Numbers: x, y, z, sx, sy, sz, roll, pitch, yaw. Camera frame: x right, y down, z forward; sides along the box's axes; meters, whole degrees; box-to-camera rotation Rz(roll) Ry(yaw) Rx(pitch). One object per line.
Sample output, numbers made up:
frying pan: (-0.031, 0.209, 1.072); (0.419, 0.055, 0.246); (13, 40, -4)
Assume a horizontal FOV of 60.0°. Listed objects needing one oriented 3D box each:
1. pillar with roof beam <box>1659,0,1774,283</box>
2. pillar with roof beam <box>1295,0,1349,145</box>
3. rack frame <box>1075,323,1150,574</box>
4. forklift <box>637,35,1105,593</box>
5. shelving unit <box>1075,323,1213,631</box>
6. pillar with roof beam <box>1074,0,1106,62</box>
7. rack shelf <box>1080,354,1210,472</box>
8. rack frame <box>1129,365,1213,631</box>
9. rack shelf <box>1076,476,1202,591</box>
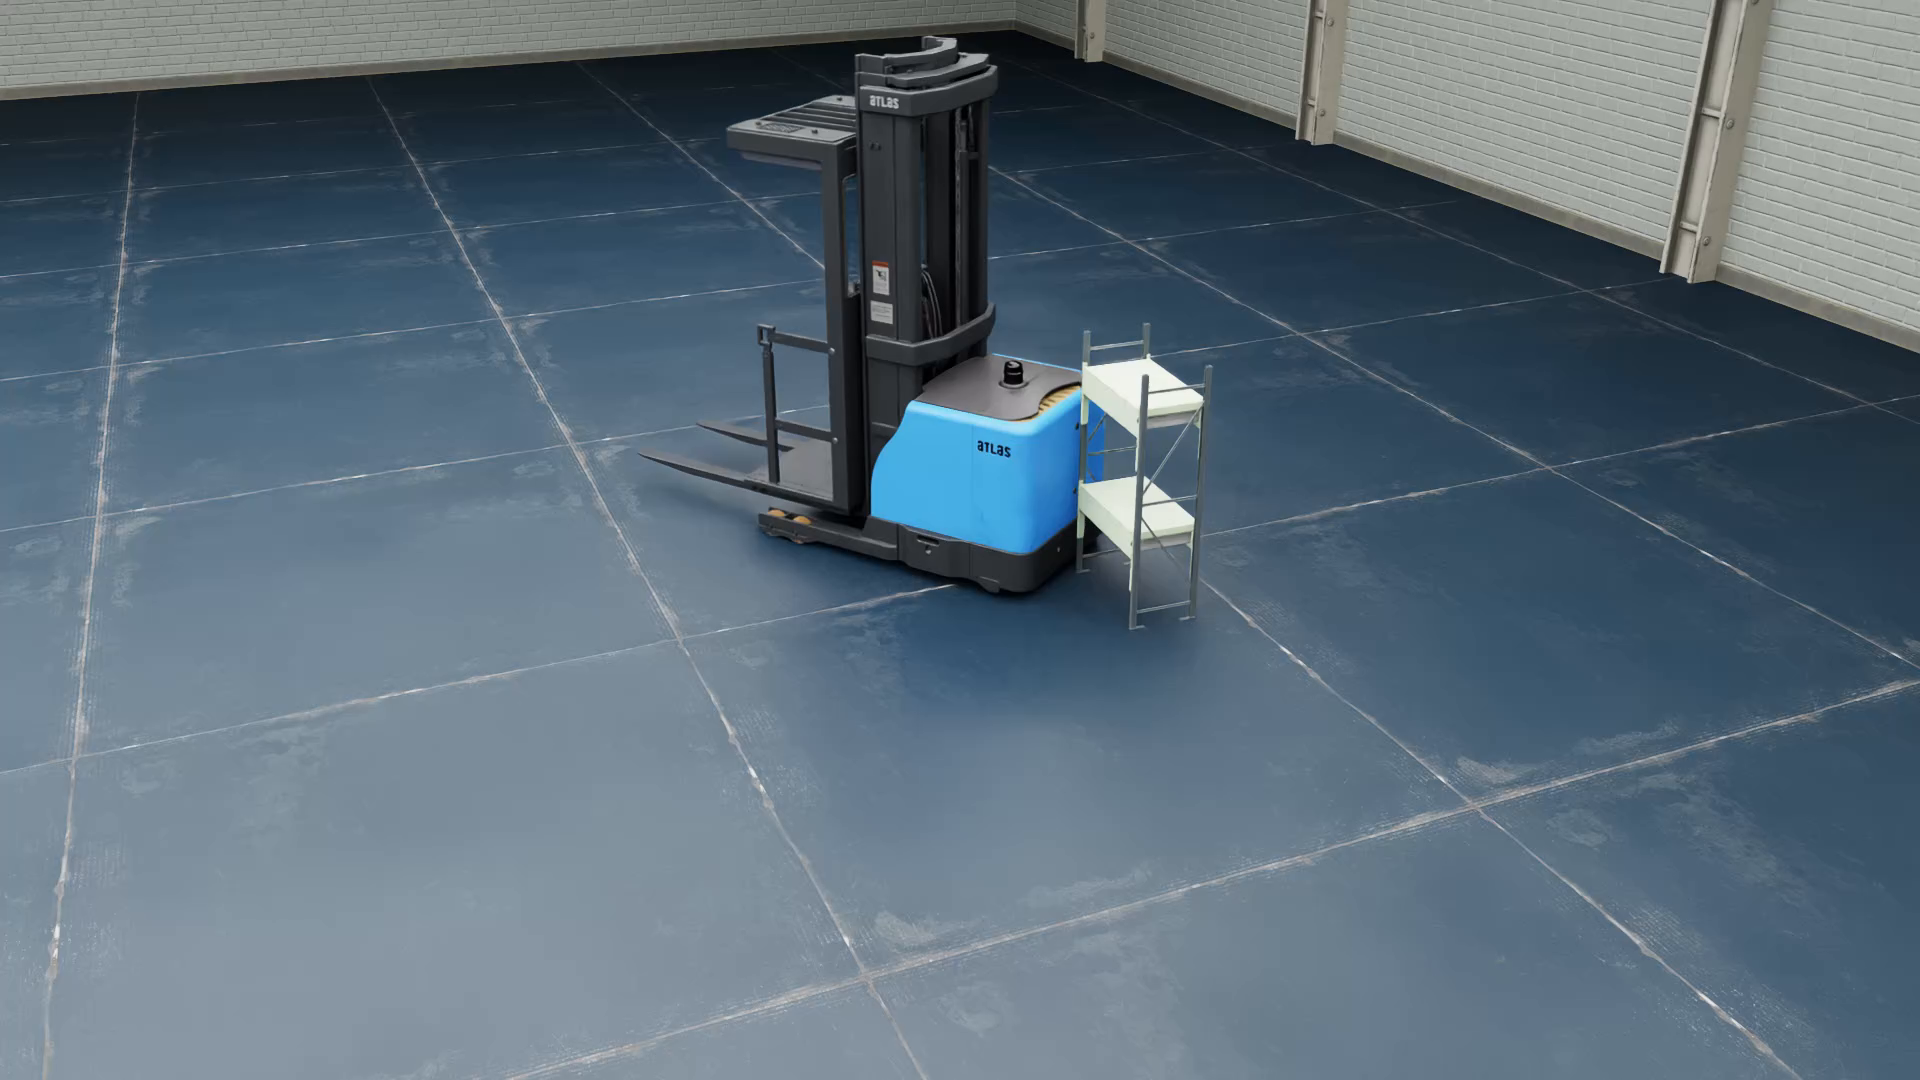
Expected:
pillar with roof beam: (2.691, -5.721, 11.711); (9.100, 9.000, 0.400); (-11, 28, -21)
pillar with roof beam: (0.342, -8.143, 16.672); (9.100, 9.000, 0.400); (-11, 28, -21)
rack frame: (0.874, -0.507, 9.580); (0.400, 1.500, 0.023); (-9, 28, -18)
forklift: (-0.652, -1.476, 9.932); (3.031, 2.935, 1.130); (15, 30, 27)
shelving unit: (1.002, -0.357, 9.271); (0.431, 1.500, 0.755); (-9, 28, -18)
pillar with roof beam: (-2.008, -10.566, 21.633); (9.100, 9.000, 0.400); (-11, 28, -21)
rack shelf: (1.002, -0.707, 9.100); (0.431, 0.370, 0.720); (-9, 28, -18)
rack frame: (1.129, -0.206, 8.963); (0.400, 1.500, 0.023); (-9, 28, -18)
rack shelf: (1.002, -0.064, 9.414); (0.431, 0.370, 0.720); (-9, 28, -18)
